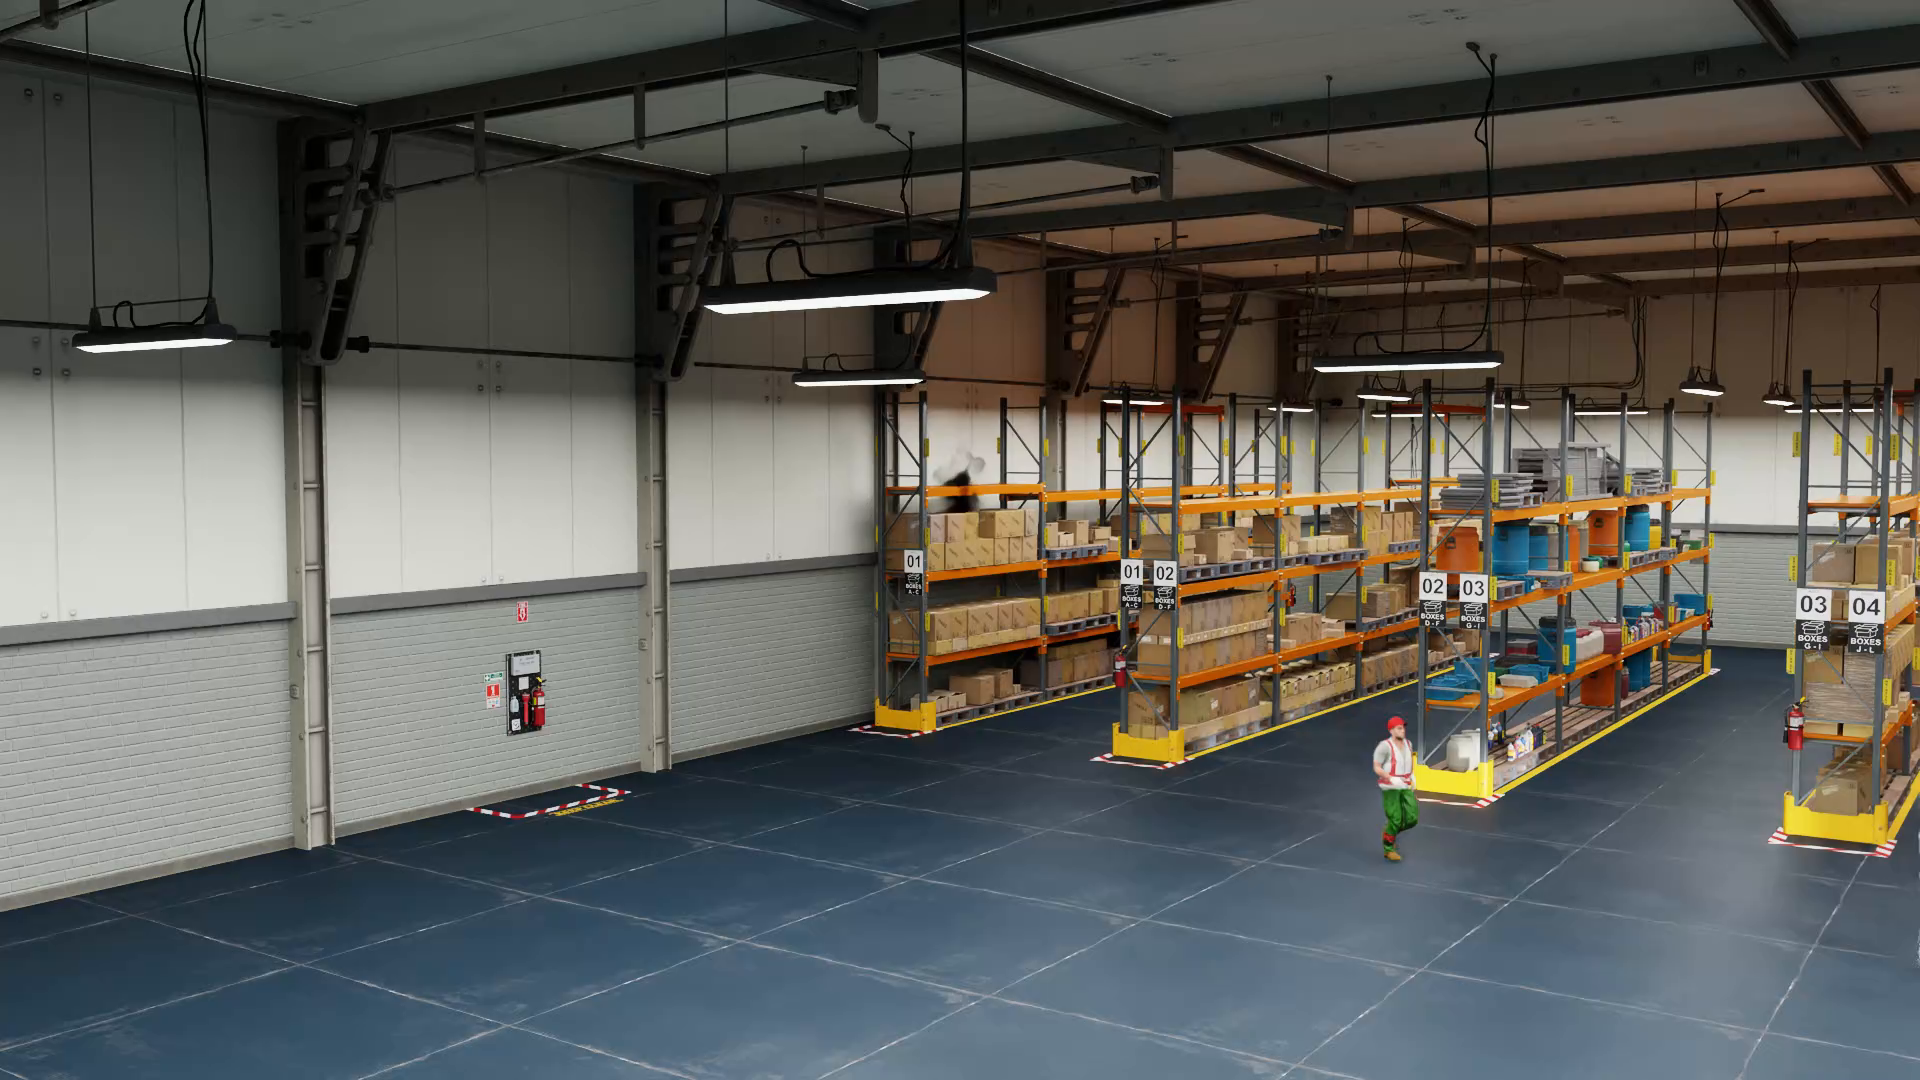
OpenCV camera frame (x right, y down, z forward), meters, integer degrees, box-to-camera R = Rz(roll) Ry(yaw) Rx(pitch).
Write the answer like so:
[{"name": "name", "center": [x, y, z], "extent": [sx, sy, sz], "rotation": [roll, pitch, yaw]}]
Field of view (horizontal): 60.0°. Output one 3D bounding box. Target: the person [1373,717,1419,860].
[{"name": "person", "center": [5.313, 3.008, 20.159], "extent": [0.686, 1.743, 0.619], "rotation": [-2, 4, -26]}]
